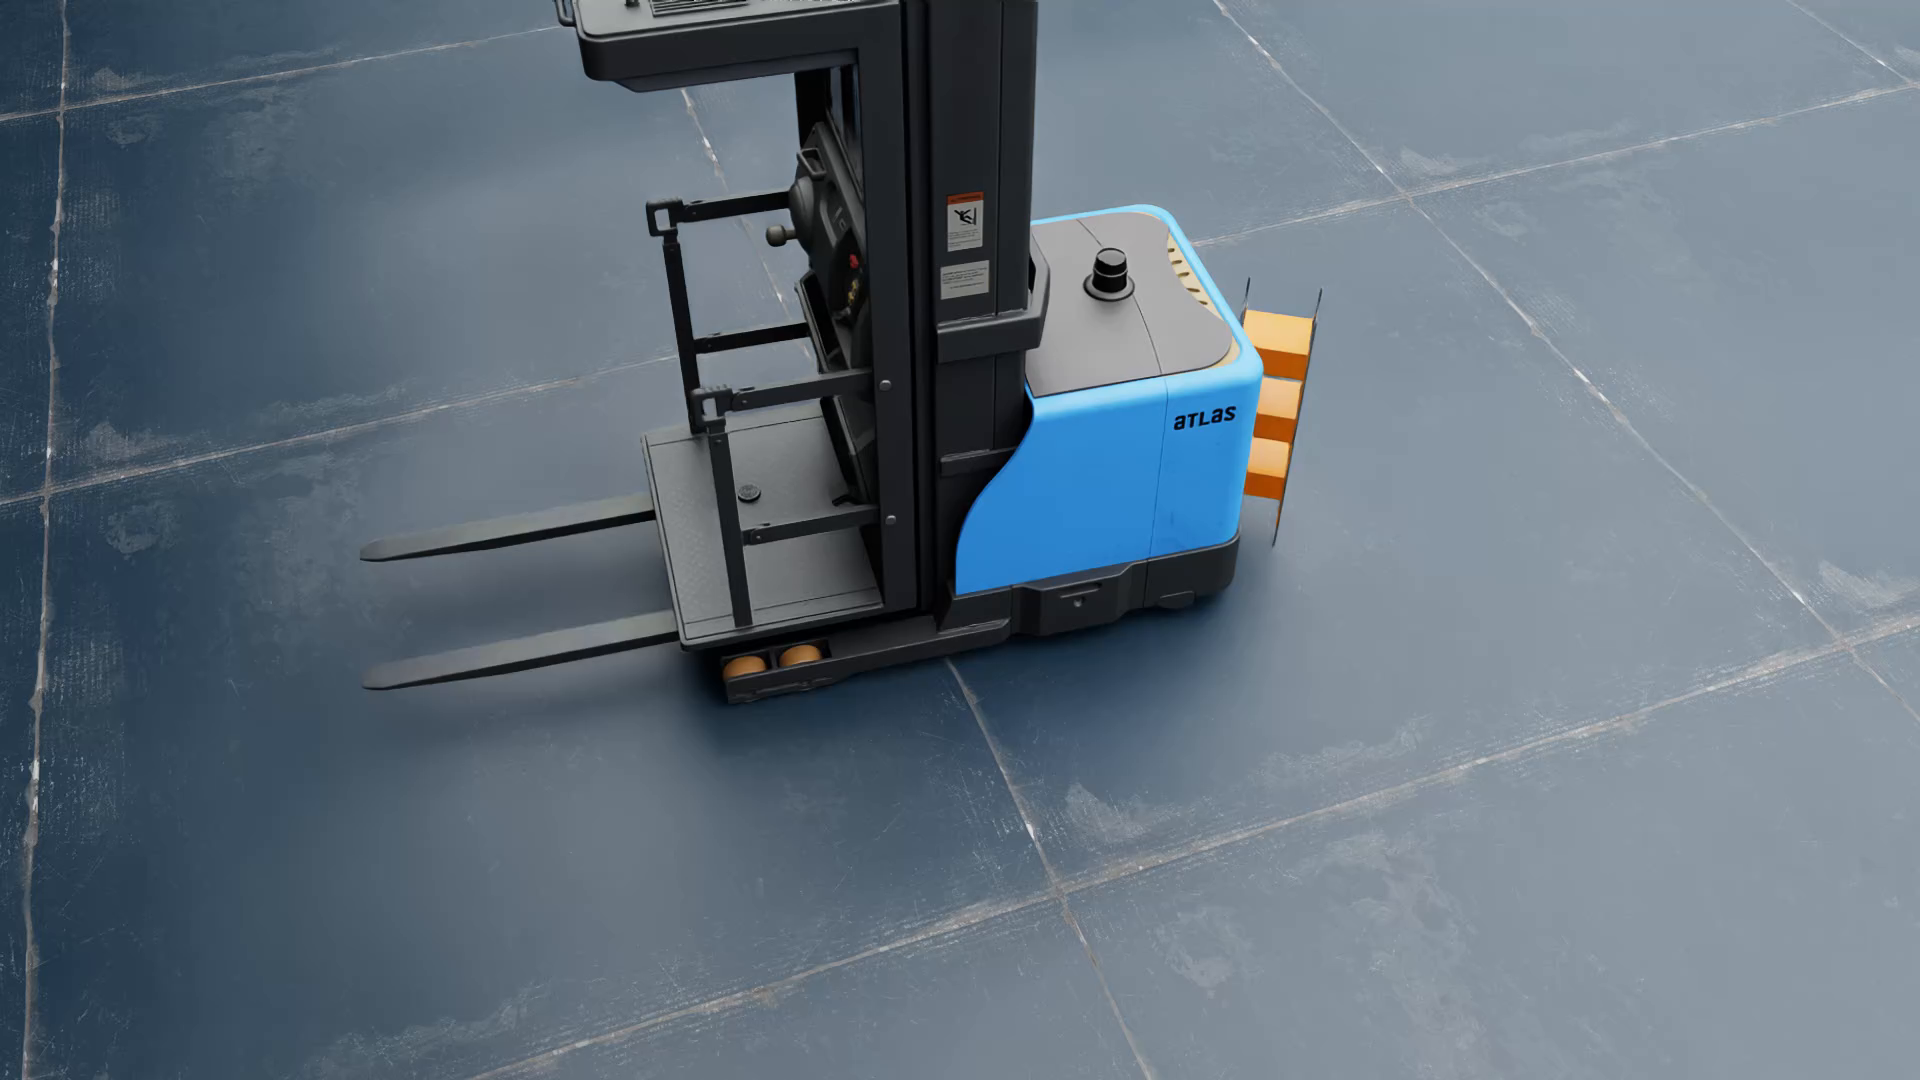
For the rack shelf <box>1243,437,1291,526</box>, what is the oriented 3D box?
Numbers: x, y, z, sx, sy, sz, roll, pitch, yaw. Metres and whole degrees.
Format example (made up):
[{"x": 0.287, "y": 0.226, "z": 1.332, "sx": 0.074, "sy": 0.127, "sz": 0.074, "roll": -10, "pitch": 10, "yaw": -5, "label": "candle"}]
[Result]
[{"x": 1.080, "y": -0.233, "z": 6.148, "sx": 0.240, "sy": 0.259, "sz": 0.215, "roll": 10, "pitch": 46, "yaw": 10, "label": "rack shelf"}]

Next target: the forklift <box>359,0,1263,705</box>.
[{"x": -0.584, "y": -0.895, "z": 5.073, "sx": 3.031, "sy": 2.935, "sz": 1.130, "roll": -11, "pitch": 46, "yaw": -10, "label": "forklift"}]

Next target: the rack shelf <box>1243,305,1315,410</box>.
[{"x": 1.081, "y": -0.631, "z": 5.751, "sx": 0.240, "sy": 0.259, "sz": 0.215, "roll": 10, "pitch": 46, "yaw": 10, "label": "rack shelf"}]

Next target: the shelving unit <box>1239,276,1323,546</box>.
[{"x": 1.081, "y": -0.437, "z": 5.944, "sx": 0.252, "sy": 1.050, "sz": 0.215, "roll": 10, "pitch": 46, "yaw": 10, "label": "shelving unit"}]

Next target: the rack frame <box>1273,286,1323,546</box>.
[{"x": 1.199, "y": -0.417, "z": 5.924, "sx": 0.008, "sy": 1.050, "sz": 0.200, "roll": 10, "pitch": 46, "yaw": 10, "label": "rack frame"}]

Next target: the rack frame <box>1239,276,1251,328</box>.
[{"x": 0.962, "y": -0.458, "z": 5.965, "sx": 0.008, "sy": 1.050, "sz": 0.200, "roll": 10, "pitch": 46, "yaw": 10, "label": "rack frame"}]

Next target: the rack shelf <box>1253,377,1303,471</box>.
[{"x": 1.081, "y": -0.430, "z": 5.952, "sx": 0.240, "sy": 0.259, "sz": 0.215, "roll": 10, "pitch": 46, "yaw": 10, "label": "rack shelf"}]
